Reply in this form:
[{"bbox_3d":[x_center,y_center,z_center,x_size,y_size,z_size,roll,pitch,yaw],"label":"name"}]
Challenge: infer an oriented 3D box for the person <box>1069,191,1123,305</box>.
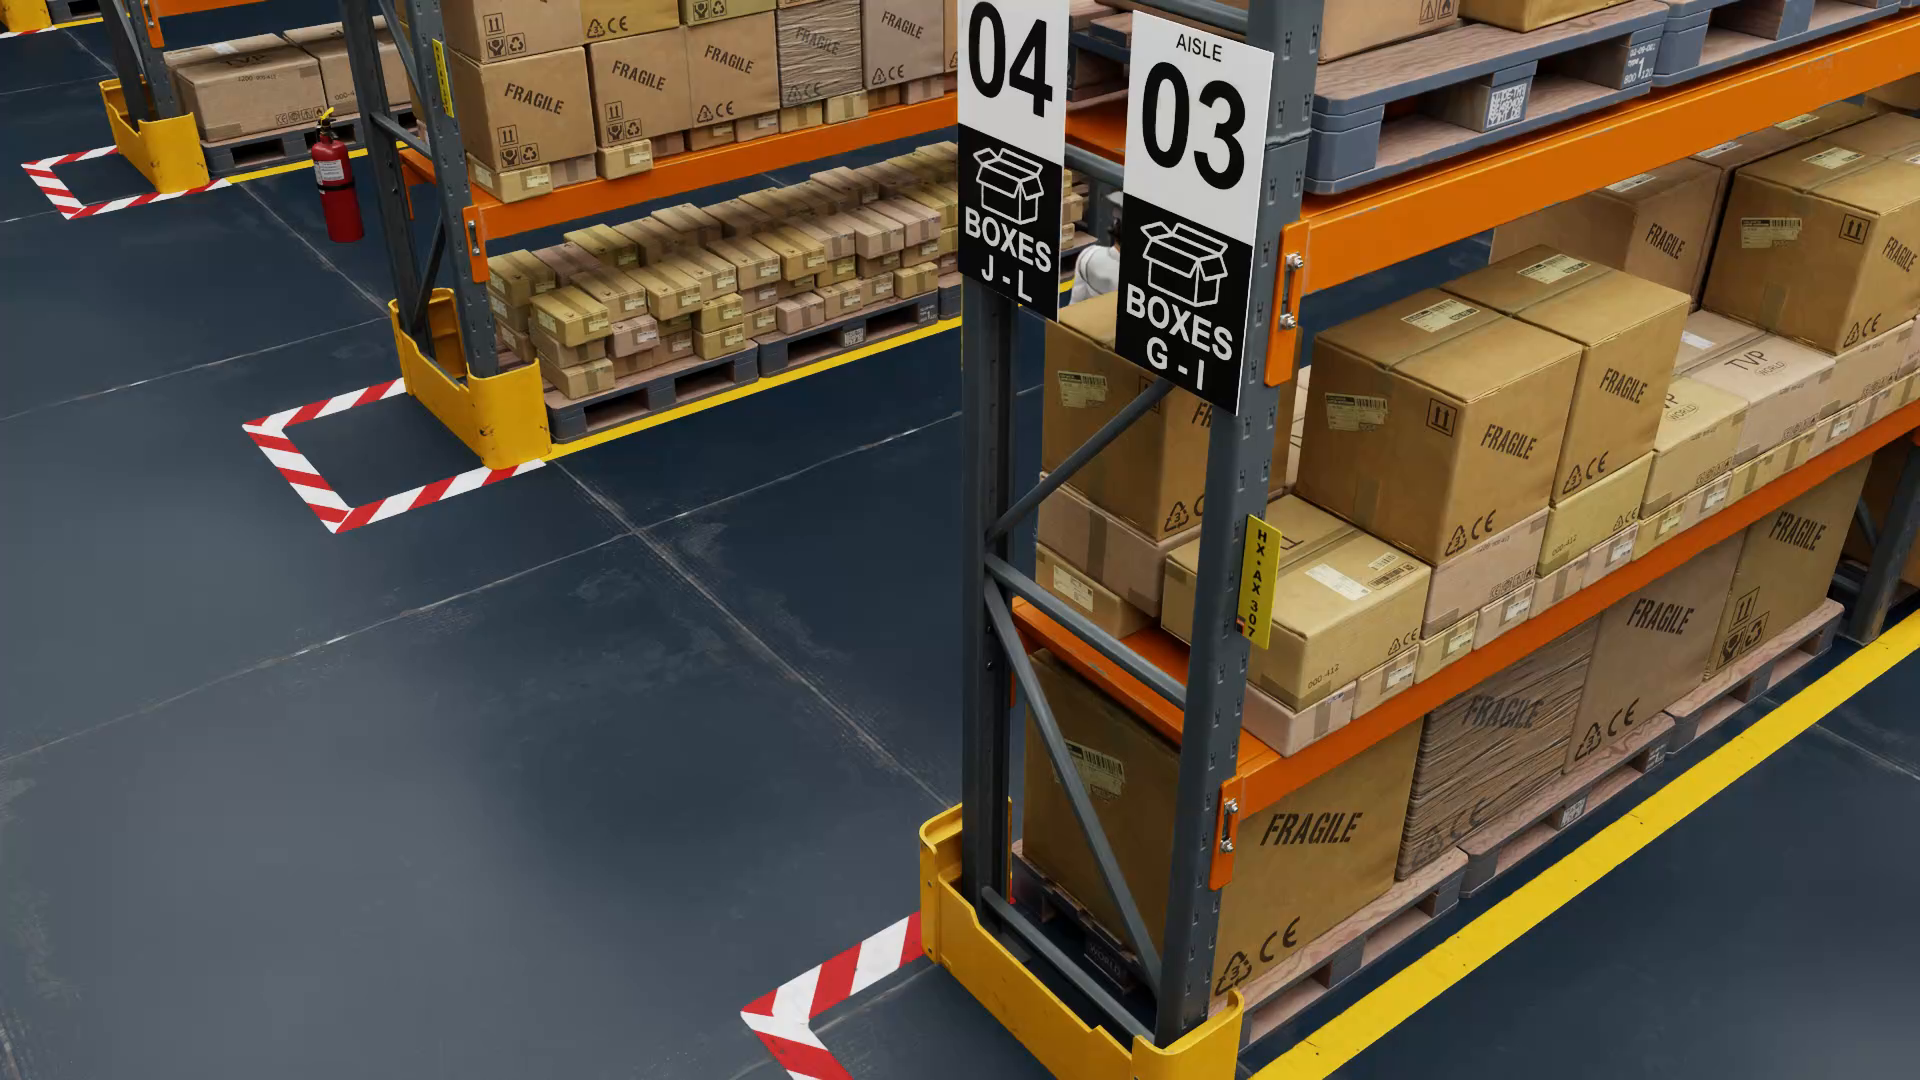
[{"bbox_3d":[0.724,-0.736,7.276,0.529,1.688,0.450,28,42,36],"label":"person"}]
